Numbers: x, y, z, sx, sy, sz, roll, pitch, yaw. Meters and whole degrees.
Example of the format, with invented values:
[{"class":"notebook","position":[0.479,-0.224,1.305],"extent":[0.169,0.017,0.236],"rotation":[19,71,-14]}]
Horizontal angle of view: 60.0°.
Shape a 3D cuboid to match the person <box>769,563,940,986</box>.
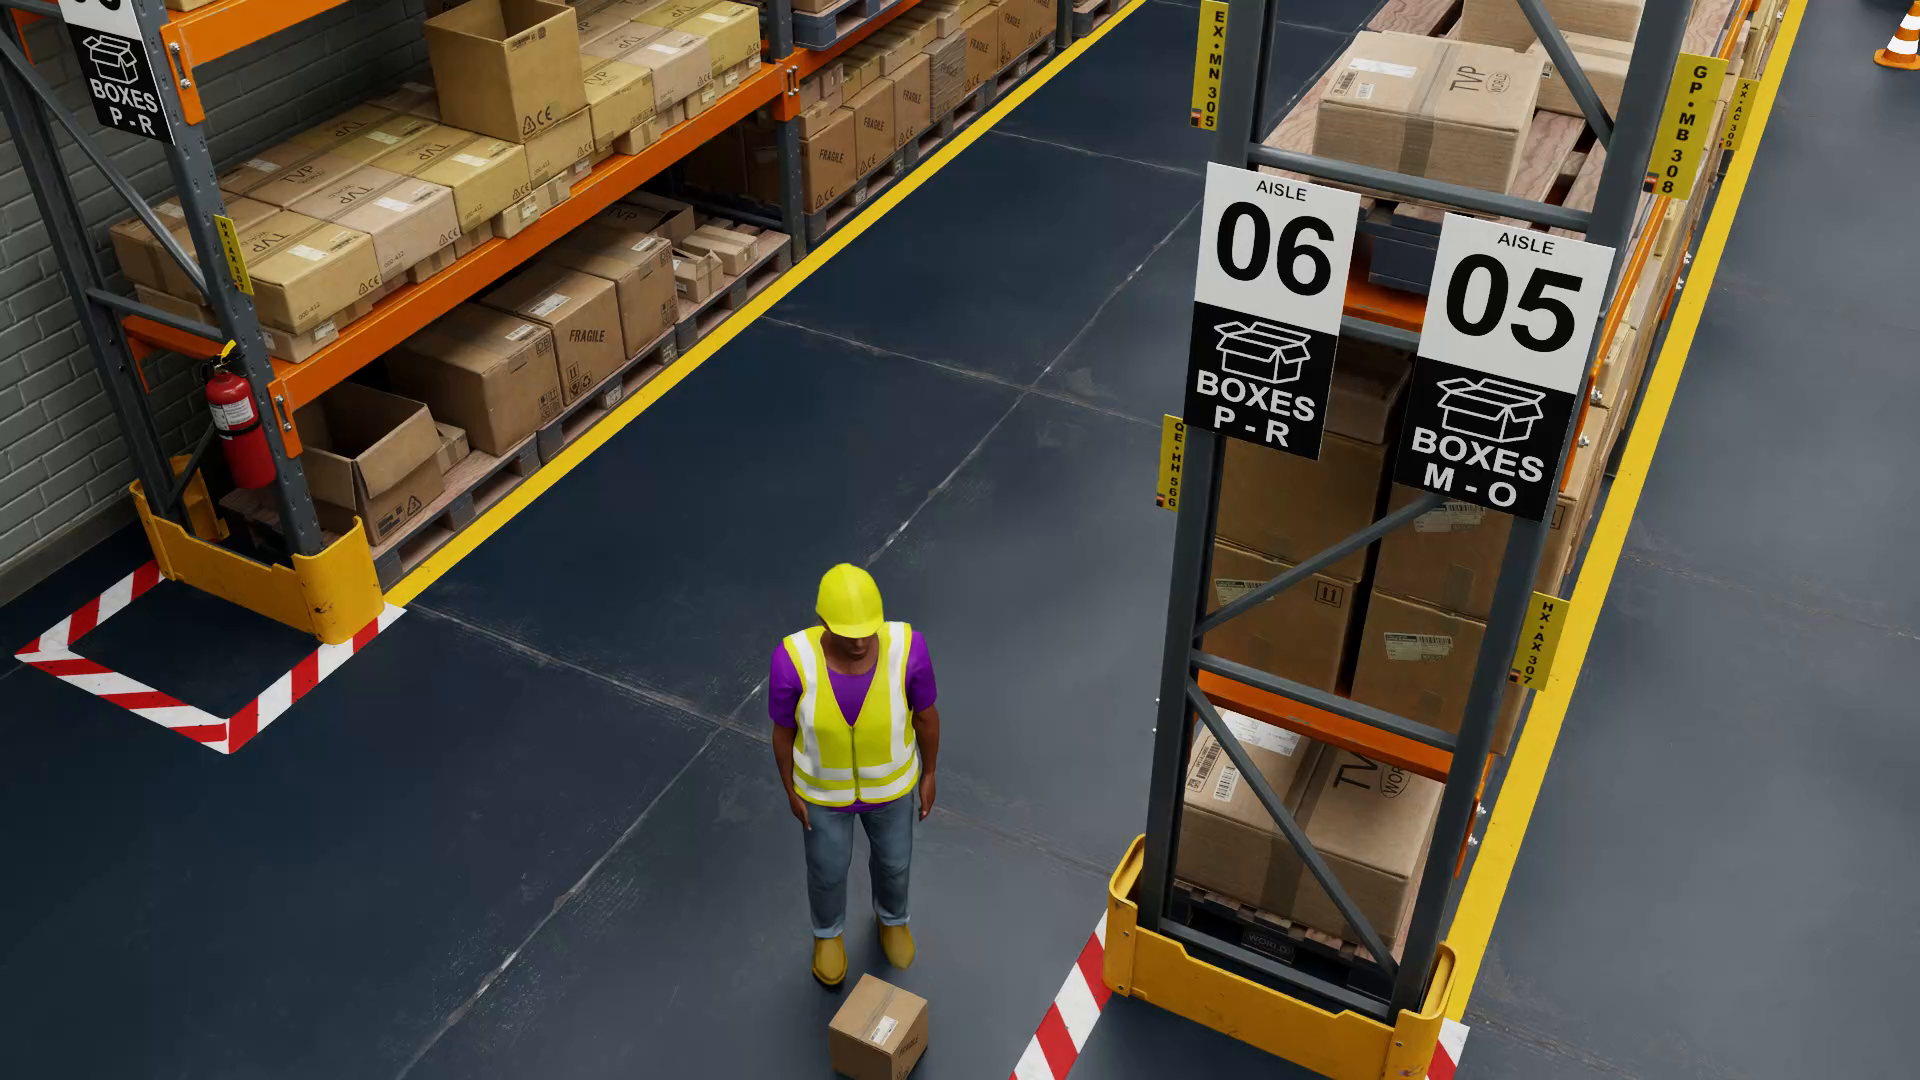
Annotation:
[{"class":"person","position":[-0.345,0.825,5.685],"extent":[0.567,1.780,0.376],"rotation":[-5,38,-6]}]
